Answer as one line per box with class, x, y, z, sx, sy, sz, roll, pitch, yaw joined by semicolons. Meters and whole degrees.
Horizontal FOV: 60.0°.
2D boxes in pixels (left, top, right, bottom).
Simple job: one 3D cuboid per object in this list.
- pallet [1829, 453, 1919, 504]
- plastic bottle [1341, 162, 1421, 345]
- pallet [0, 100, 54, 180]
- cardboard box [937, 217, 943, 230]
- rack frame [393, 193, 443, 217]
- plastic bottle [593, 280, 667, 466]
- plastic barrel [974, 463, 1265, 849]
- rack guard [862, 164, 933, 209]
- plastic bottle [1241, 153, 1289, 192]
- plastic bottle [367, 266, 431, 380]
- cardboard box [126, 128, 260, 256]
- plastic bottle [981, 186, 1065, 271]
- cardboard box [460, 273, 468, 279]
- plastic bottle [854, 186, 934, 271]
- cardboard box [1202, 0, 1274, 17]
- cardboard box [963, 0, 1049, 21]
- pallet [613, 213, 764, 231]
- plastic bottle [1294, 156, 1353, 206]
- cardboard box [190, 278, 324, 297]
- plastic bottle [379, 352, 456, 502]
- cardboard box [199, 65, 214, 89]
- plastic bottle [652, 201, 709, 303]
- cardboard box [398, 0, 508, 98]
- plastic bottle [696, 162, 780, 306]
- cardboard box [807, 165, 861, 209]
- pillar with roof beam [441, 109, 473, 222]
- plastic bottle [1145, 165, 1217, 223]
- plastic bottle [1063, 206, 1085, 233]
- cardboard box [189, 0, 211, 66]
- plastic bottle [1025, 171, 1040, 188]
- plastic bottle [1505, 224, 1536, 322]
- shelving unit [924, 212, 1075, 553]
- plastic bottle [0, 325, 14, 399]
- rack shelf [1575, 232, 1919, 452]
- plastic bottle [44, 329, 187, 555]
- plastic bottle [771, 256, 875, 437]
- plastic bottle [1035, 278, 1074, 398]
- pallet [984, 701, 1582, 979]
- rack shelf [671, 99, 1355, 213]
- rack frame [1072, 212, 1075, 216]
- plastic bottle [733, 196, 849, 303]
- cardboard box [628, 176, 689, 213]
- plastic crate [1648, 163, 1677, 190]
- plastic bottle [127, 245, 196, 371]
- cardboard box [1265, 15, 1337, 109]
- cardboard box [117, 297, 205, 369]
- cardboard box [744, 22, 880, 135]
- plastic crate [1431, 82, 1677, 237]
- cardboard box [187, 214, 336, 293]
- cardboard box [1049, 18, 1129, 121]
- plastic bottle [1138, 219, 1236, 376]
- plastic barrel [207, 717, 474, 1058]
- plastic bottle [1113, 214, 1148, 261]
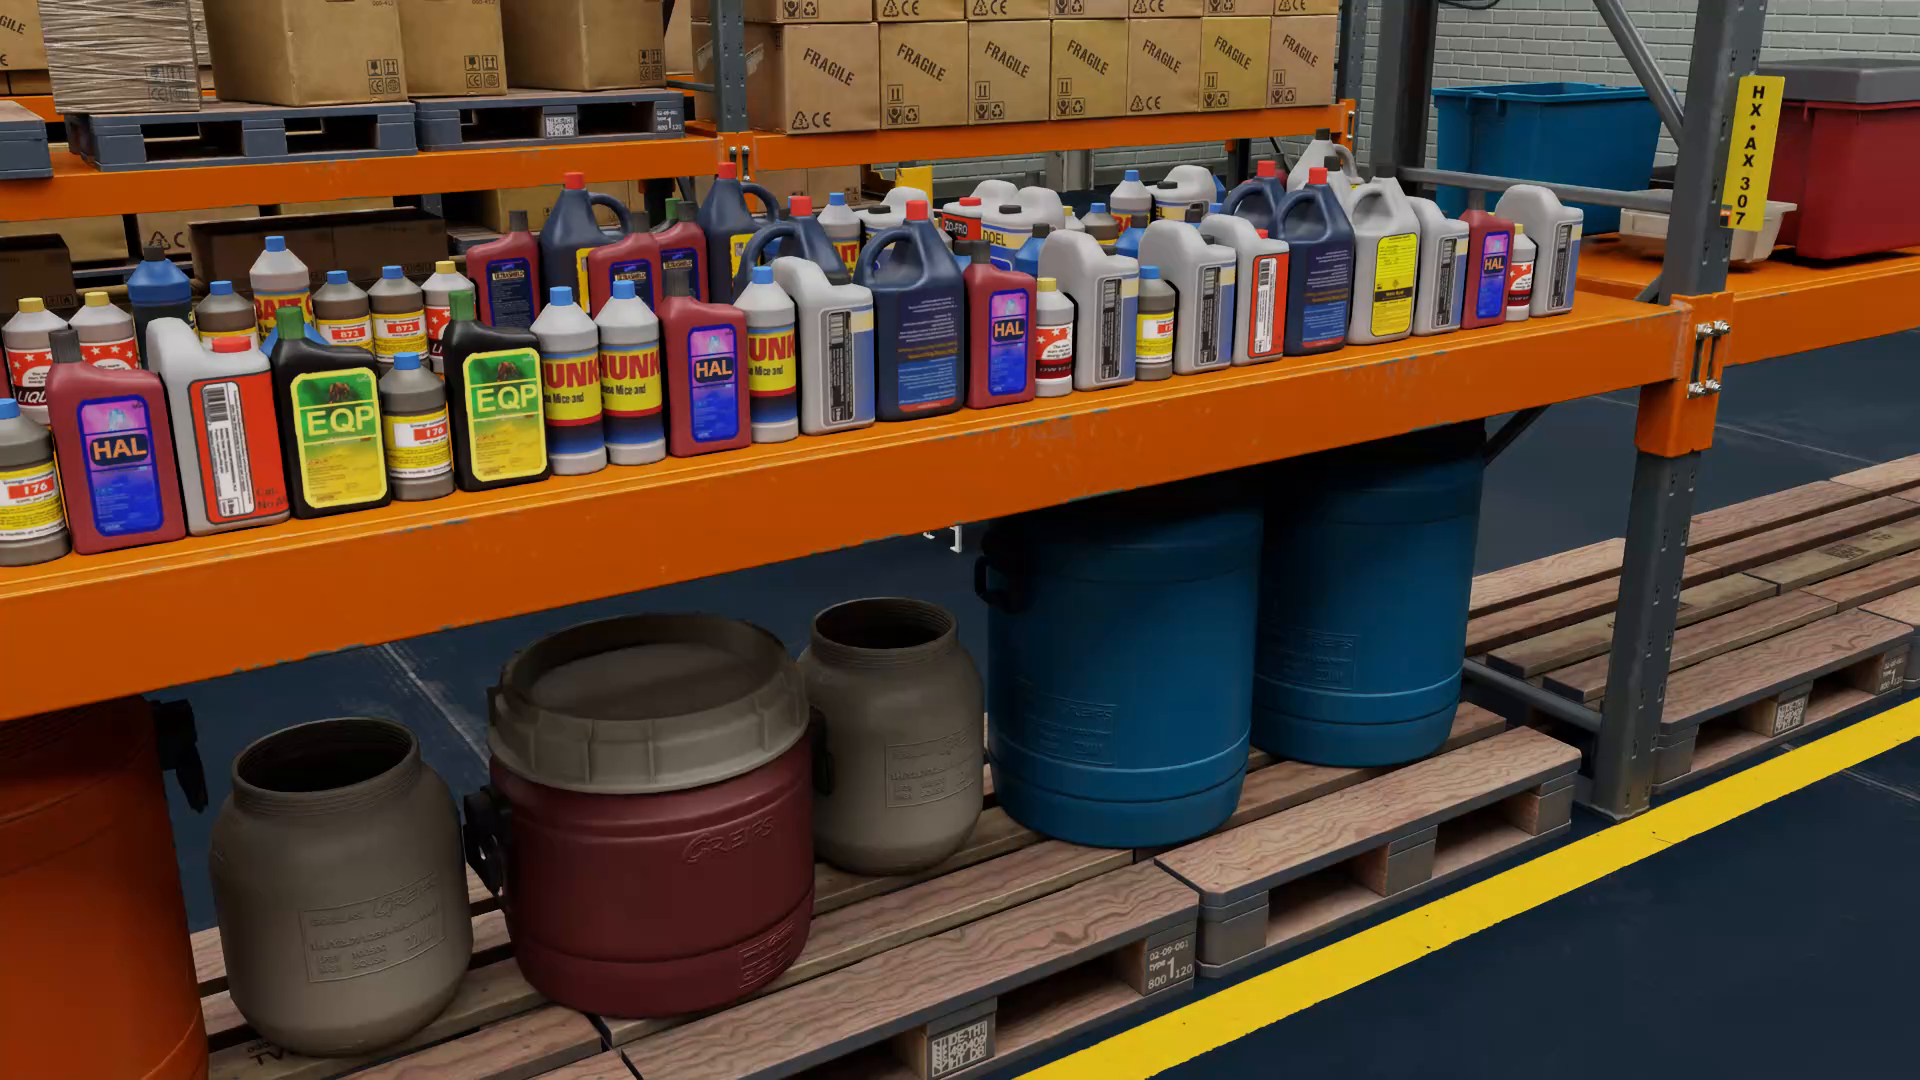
pallet;4.048;-0.104;6.223;1.213;0.211;1.003;-12;22;-31
plastic bottle;0.829;-0.583;3.362;0.185;0.351;0.144;-12;22;-31
pallet;-4.117;-1.524;6.368;1.003;0.211;1.213;-12;22;-31
cardboard box;0.262;-1.539;9.325;0.637;0.503;0.797;-12;22;-31
rack frame;-4.032;-3.505;11.930;0.127;3.000;1.000;-12;22;-31
plastic bottle;-0.501;-0.256;2.518;0.097;0.271;0.097;0;19;0
plastic barrel;0.362;0.156;3.721;0.708;0.901;0.600;-12;22;-31
rack guard;-0.671;-3.030;14.427;0.348;0.500;1.175;-12;22;-31
plastic bottle;0.765;-0.826;4.187;0.133;0.283;0.061;-12;22;-31
plastic bottle;-1.034;-0.401;3.058;0.097;0.201;0.097;0;19;0
cardboard box;-5.244;-2.379;11.300;0.750;0.750;0.750;-11;22;-30
plastic bottle;0.131;-0.613;3.569;0.135;0.276;0.152;-12;22;-31
cardboard box;-1.976;-0.957;7.607;0.500;0.500;0.500;-12;22;-31
plastic bottle;-0.146;-0.613;3.568;0.135;0.276;0.152;-12;22;-31
cardboard box;1.395;-3.165;9.207;0.500;0.500;0.500;-11;22;-30
cardboard box;0.104;-2.891;8.396;0.500;0.500;0.500;-13;22;-33
pallet;-2.334;-2.514;13.350;1.213;0.211;1.003;-12;22;-31
plastic bottle;0.750;-0.621;3.476;0.185;0.351;0.144;-12;22;-31
cardboard box;-3.126;-0.913;7.479;0.500;0.500;0.500;-13;23;-33
plastic bottle;-0.775;-0.165;2.358;0.097;0.201;0.097;0;19;0
cardboard box;-5.026;-3.089;11.058;0.250;0.149;0.380;-12;22;-31
plastic bottle;-0.567;-0.522;3.288;0.133;0.283;0.061;-12;22;-31
cardboard box;-2.362;-2.266;7.451;0.500;0.500;0.700;-8;20;-23
plastic bottle;-0.444;-0.587;3.375;0.185;0.351;0.144;-12;22;-31
cardboard box;-1.221;-3.075;13.903;0.500;0.500;0.700;-12;22;-31
pillar with roof beam;-1.555;-5.550;8.612;0.400;9.000;9.100;-12;22;-31
plastic bottle;0.515;-0.753;3.981;0.135;0.276;0.152;-12;22;-31
plastic bottle;0.241;-0.670;3.853;0.097;0.201;0.097;0;19;0
cardboard box;-5.124;-3.376;10.894;0.500;0.500;0.500;-12;22;-31
plastic bottle;0.134;-0.693;3.794;0.133;0.283;0.061;-12;22;-31
plastic bottle;1.184;-0.578;3.580;0.097;0.201;0.097;0;19;0
shelving unit;0.138;-0.598;6.139;0.503;1.200;0.258;-12;22;-31
plastic bottle;-1.628;-0.322;2.695;0.133;0.283;0.061;-12;22;-31
rack shelf;3.087;-0.867;5.249;4.000;0.370;1.077;-12;22;-31
plastic bottle;-1.085;-0.131;2.131;0.133;0.283;0.061;-12;22;-31
plastic bottle;-0.226;-0.326;2.720;0.135;0.276;0.152;-12;22;-31
plastic bottle;0.151;-0.360;2.936;0.097;0.201;0.097;0;19;0
pallet;0.750;0.590;4.169;1.213;0.211;1.003;-12;22;-31
rack shelf;0.366;-2.192;9.170;4.000;0.370;1.077;-12;22;-31
rack frame;0.342;-0.641;6.266;0.015;1.200;0.240;-12;22;-31
plastic bottle;-0.287;-0.406;2.838;0.185;0.351;0.144;-12;22;-31
cardboard box;-2.500;-2.802;13.096;0.500;0.500;0.700;-11;22;-30
plastic crate;2.204;-1.023;4.922;0.590;0.125;0.437;-12;22;-31
plastic bottle;-1.359;-0.366;2.844;0.097;0.271;0.097;0;19;0
cardboard box;1.812;-2.781;9.632;0.500;0.500;0.500;-11;22;-30
cardboard box;-3.252;-0.685;6.804;0.500;0.500;0.500;-12;22;-32
cardboard box;-0.729;-2.245;8.046;0.500;0.500;0.500;-11;22;-30
plastic crate;1.619;-1.050;4.597;0.575;0.384;0.392;-12;22;-31
cardboard box;-3.096;-1.276;7.380;0.500;0.250;0.500;-12;22;-32
cardboard box;0.540;-2.514;8.841;0.500;0.500;0.500;-12;22;-32
plastic bottle;0.427;-0.464;3.127;0.135;0.276;0.152;-12;22;-31
plastic barrel;-1.102;0.615;2.972;0.421;0.512;0.421;0;19;0
plastic bottle;0.343;-0.492;3.217;0.097;0.271;0.097;0;19;0
